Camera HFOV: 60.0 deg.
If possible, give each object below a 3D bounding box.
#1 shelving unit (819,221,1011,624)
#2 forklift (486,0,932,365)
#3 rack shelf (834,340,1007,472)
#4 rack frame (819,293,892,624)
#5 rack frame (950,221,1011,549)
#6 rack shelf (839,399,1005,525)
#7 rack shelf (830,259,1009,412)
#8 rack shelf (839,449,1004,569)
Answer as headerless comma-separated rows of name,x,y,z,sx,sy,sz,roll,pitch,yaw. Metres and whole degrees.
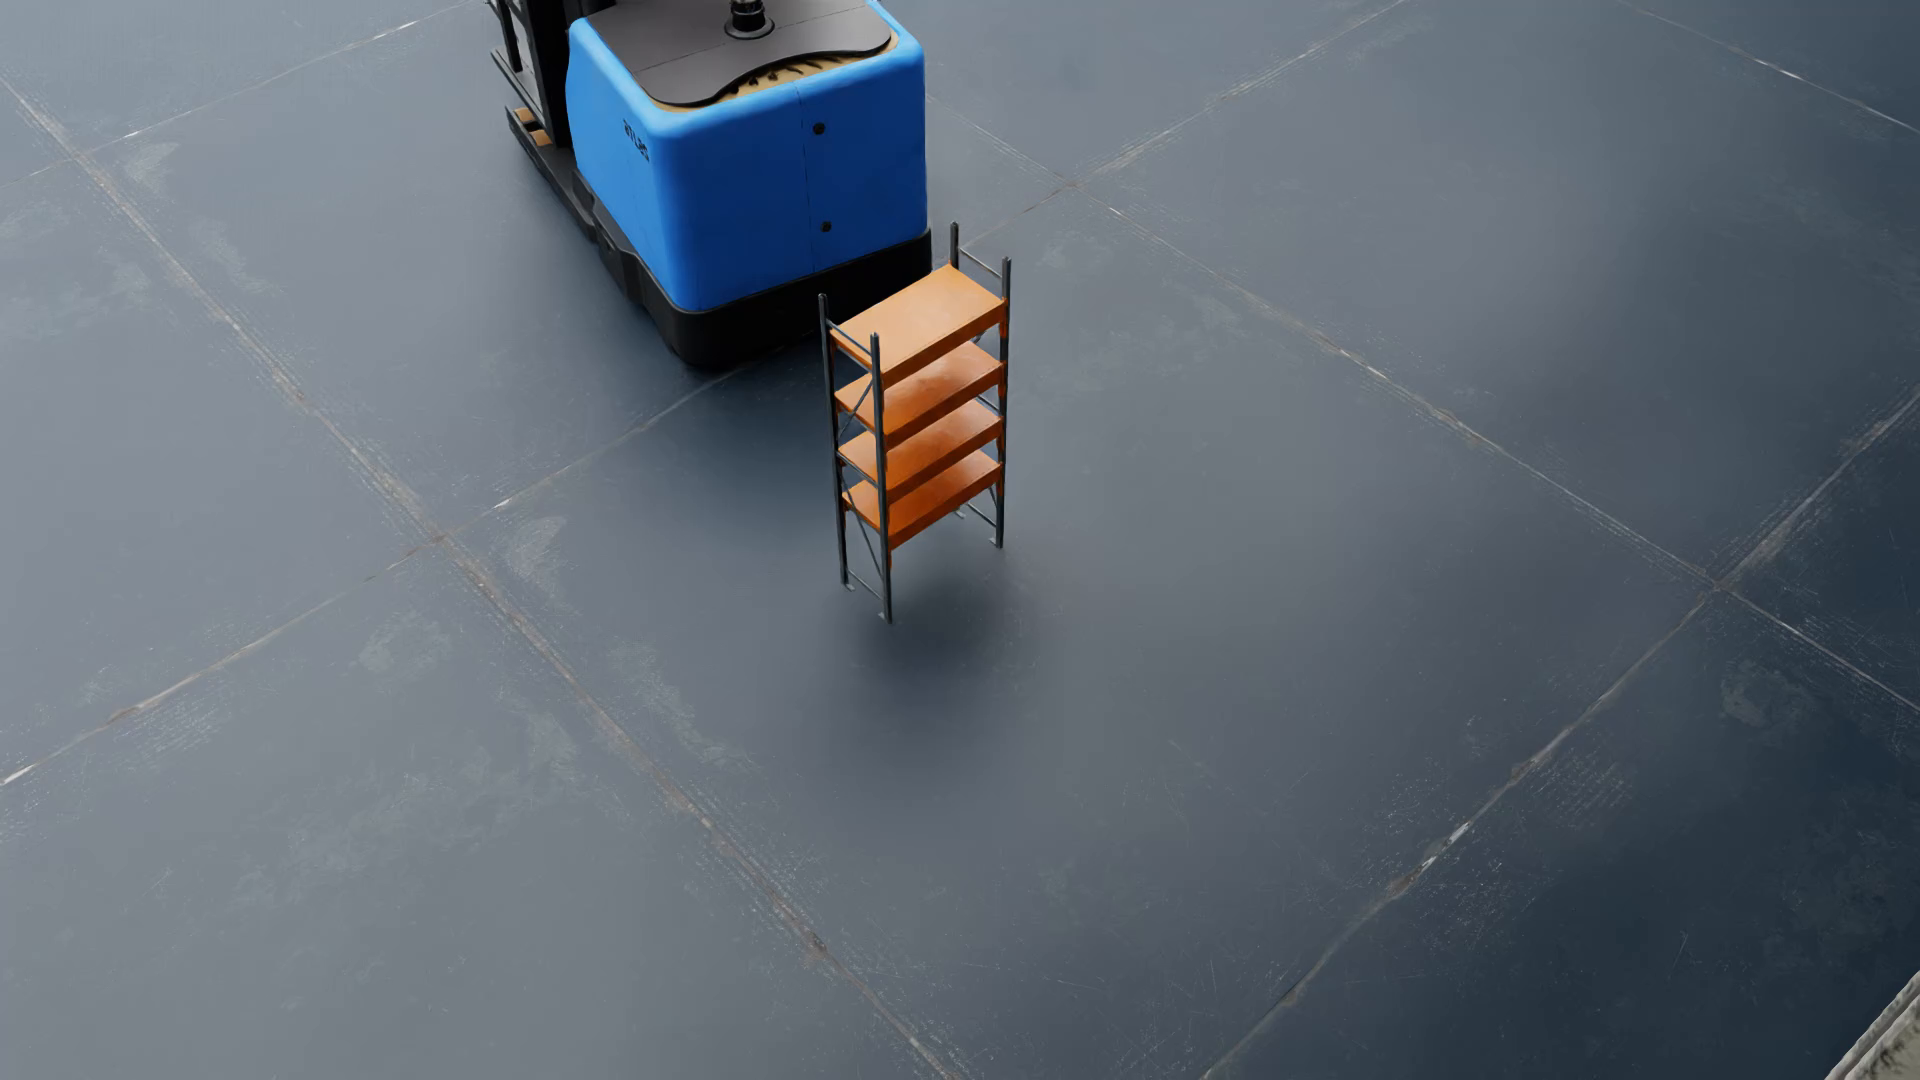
shelving unit,-0.122,-0.325,5.062,0.503,1.200,0.258,-34,56,-27
forklift,-1.275,-2.713,6.088,1.130,2.935,3.031,-23,51,-20
rack shelf,-0.122,-0.431,4.947,0.480,0.148,0.258,-34,56,-27
rack frame,-0.303,-0.204,4.951,0.015,1.200,0.240,-34,56,-27
rack frame,0.058,-0.446,5.174,0.015,1.200,0.240,-34,56,-27
rack shelf,-0.122,-0.279,5.112,0.480,0.148,0.258,-34,56,-27
rack shelf,-0.122,-0.591,4.774,0.480,0.148,0.258,-34,56,-27
rack shelf,-0.122,-0.145,5.258,0.480,0.148,0.258,-34,56,-27
